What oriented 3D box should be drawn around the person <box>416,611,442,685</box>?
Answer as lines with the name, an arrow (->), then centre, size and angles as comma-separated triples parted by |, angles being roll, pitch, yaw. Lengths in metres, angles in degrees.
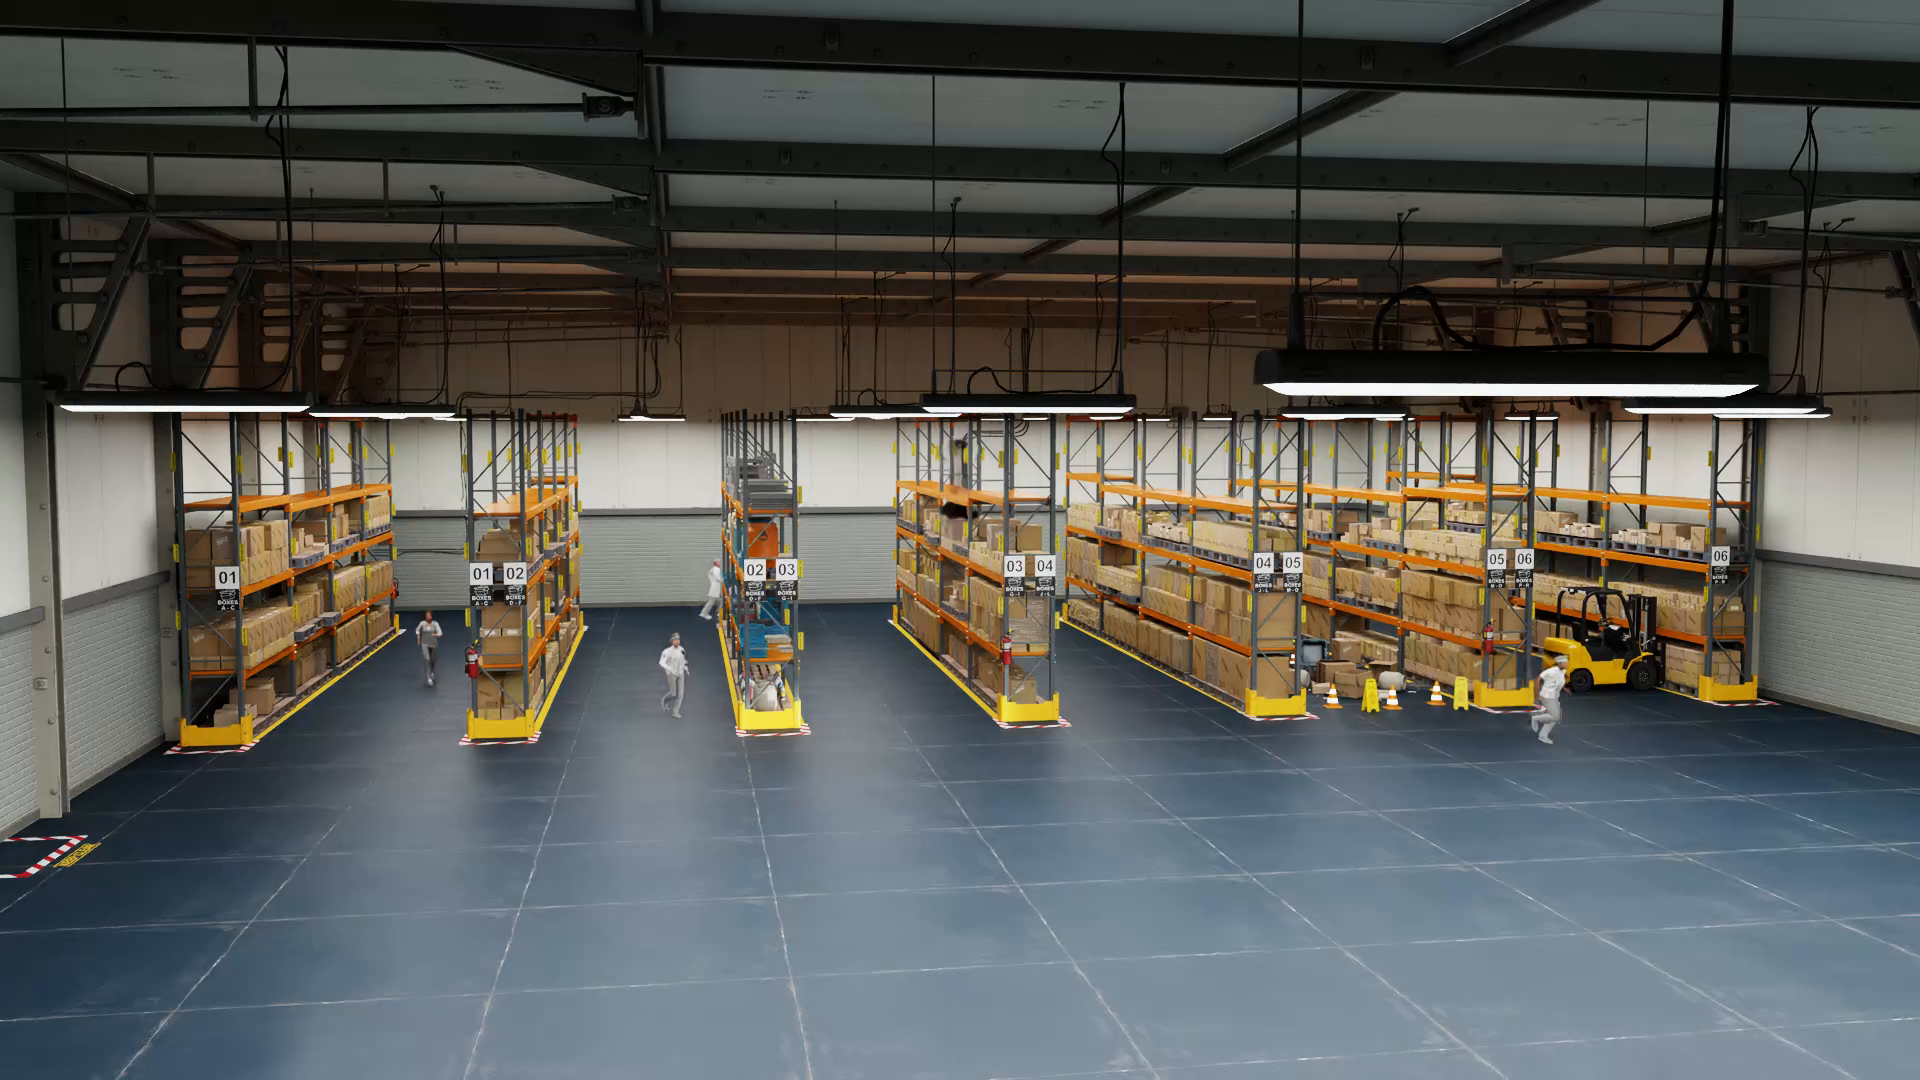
person -> -11.677, 2.345, 36.602 | 0.529, 1.596, 0.884 | -2, 4, -22

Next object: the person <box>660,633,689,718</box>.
person -> -5.584, 2.628, 32.532 | 0.609, 1.649, 0.611 | -3, 5, -38

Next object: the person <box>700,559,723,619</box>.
person -> -7.096, 1.464, 48.352 | 0.935, 1.846, 0.664 | 0, 4, 2

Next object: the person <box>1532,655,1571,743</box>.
person -> 10.644, 2.850, 29.905 | 0.562, 1.620, 0.689 | -4, 6, -45
